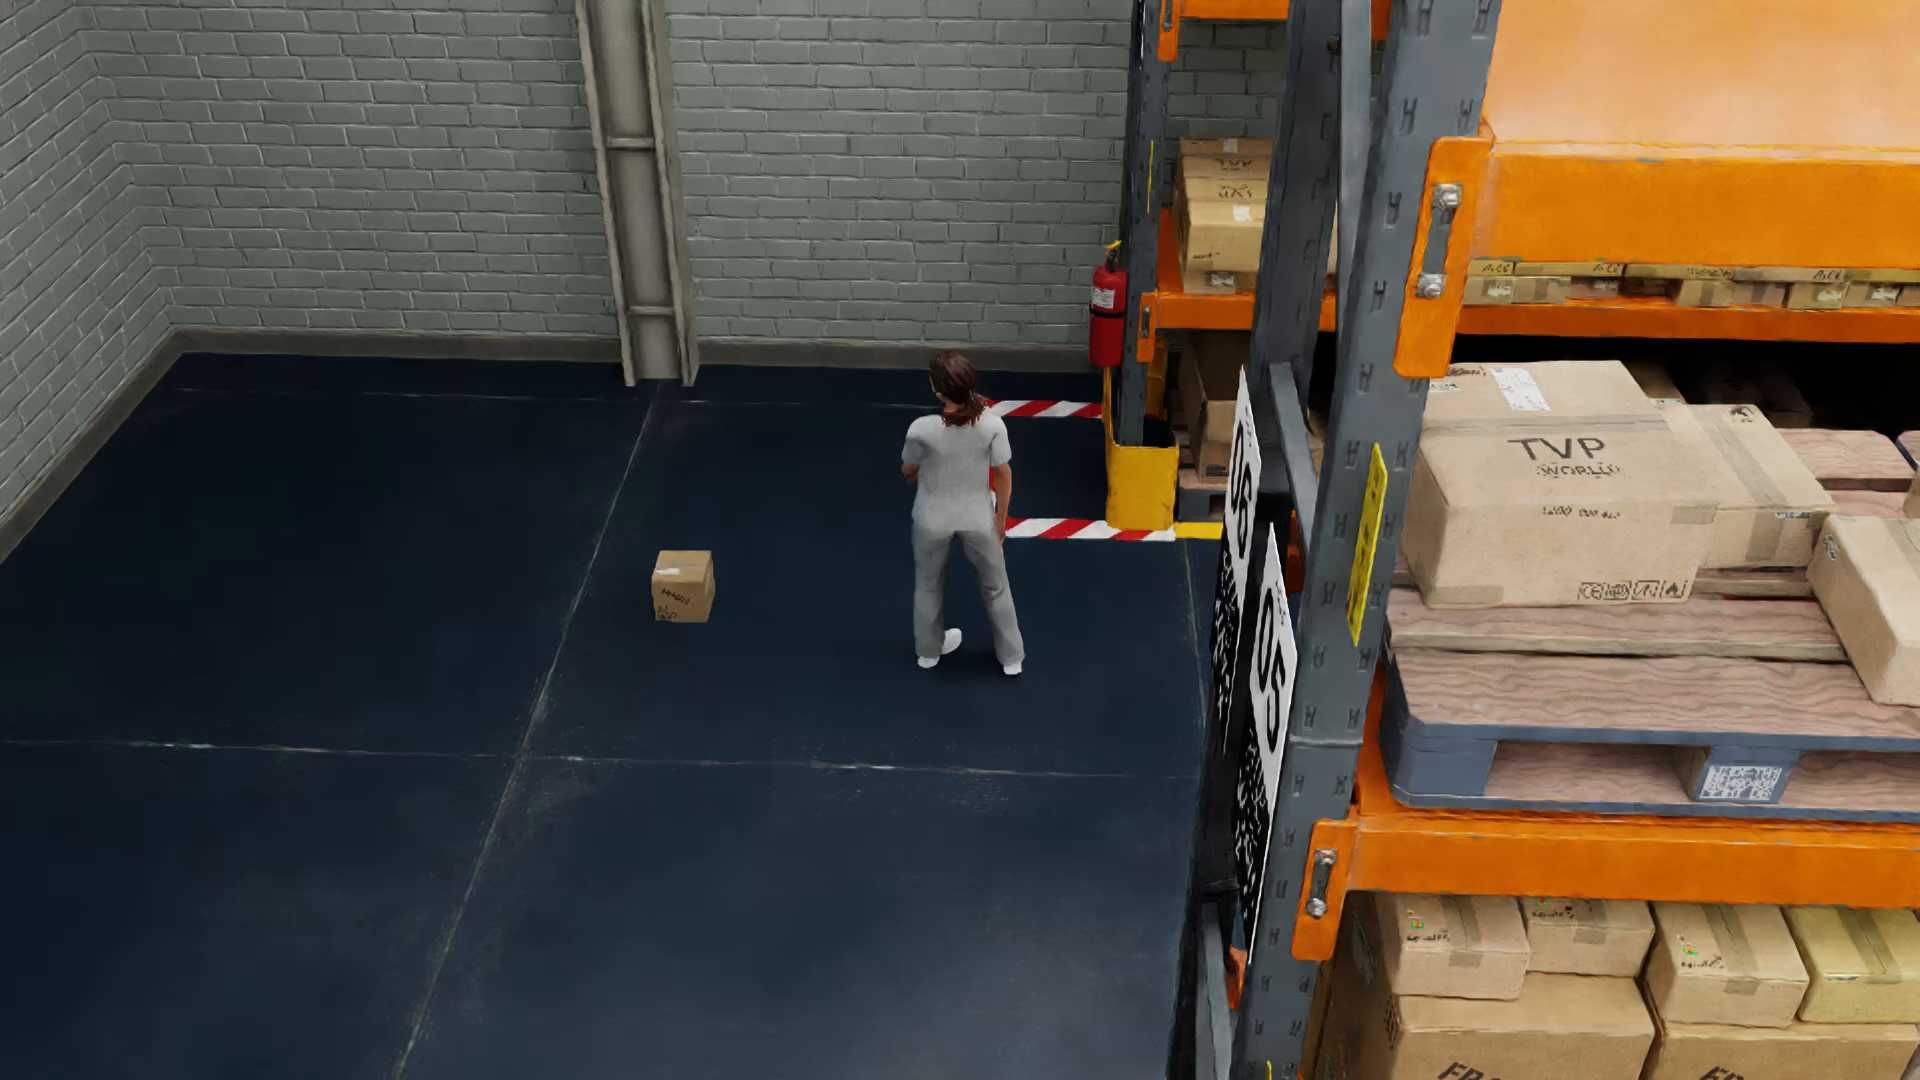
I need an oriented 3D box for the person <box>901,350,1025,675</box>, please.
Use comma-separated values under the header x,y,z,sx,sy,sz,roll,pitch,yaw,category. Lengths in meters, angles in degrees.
x,y,z,sx,sy,sz,roll,pitch,yaw,category
0.017,-0.118,7.277,0.549,1.670,0.426,-4,36,-6,person
